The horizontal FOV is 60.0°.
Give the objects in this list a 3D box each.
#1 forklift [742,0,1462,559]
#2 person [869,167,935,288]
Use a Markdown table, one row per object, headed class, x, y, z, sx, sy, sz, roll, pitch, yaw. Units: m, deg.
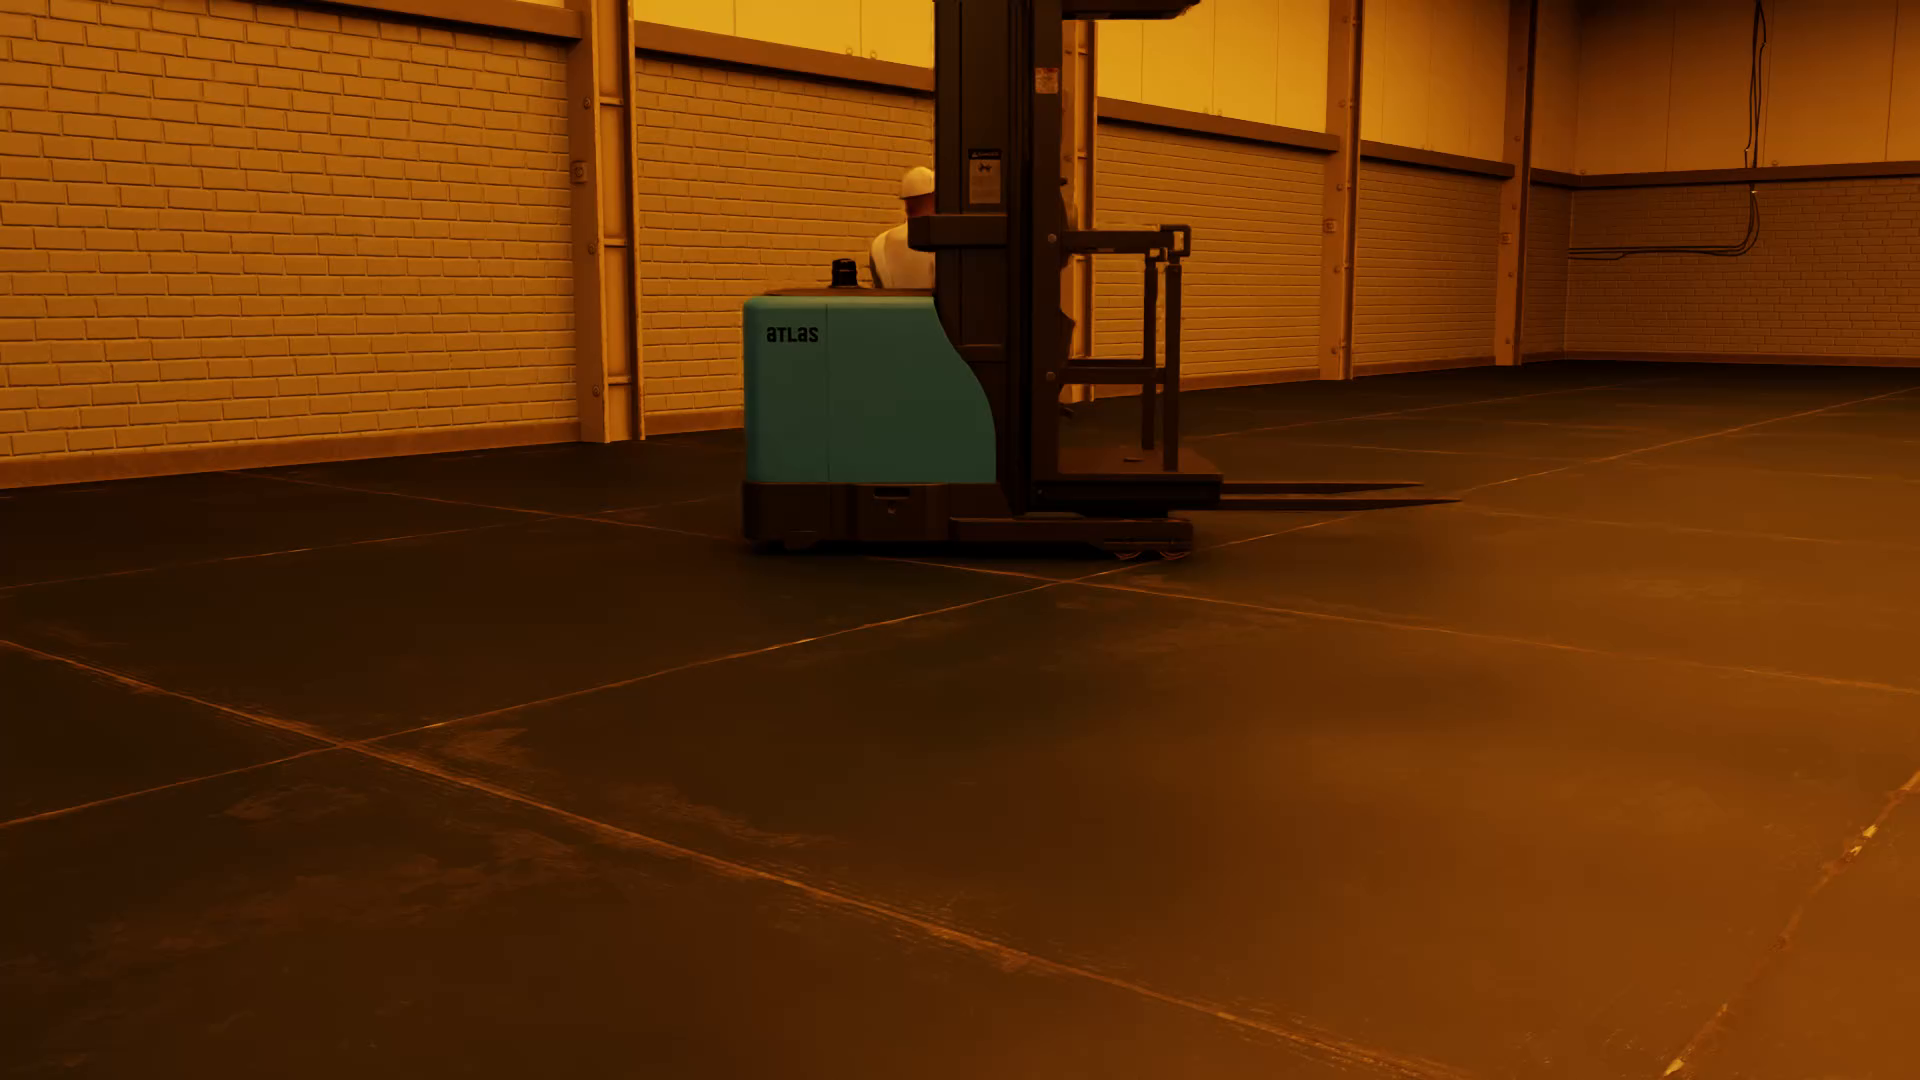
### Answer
| class | x | y | z | sx | sy | sz | roll | pitch | yaw |
| --- | --- | --- | --- | --- | --- | --- | --- | --- | --- |
| forklift | 0.611 | -1.449 | 7.185 | 3.031 | 2.935 | 1.130 | 0 | 8 | 1 |
| person | -0.053 | -0.961 | 8.156 | 0.760 | 1.690 | 0.764 | 3 | 9 | 18 |
